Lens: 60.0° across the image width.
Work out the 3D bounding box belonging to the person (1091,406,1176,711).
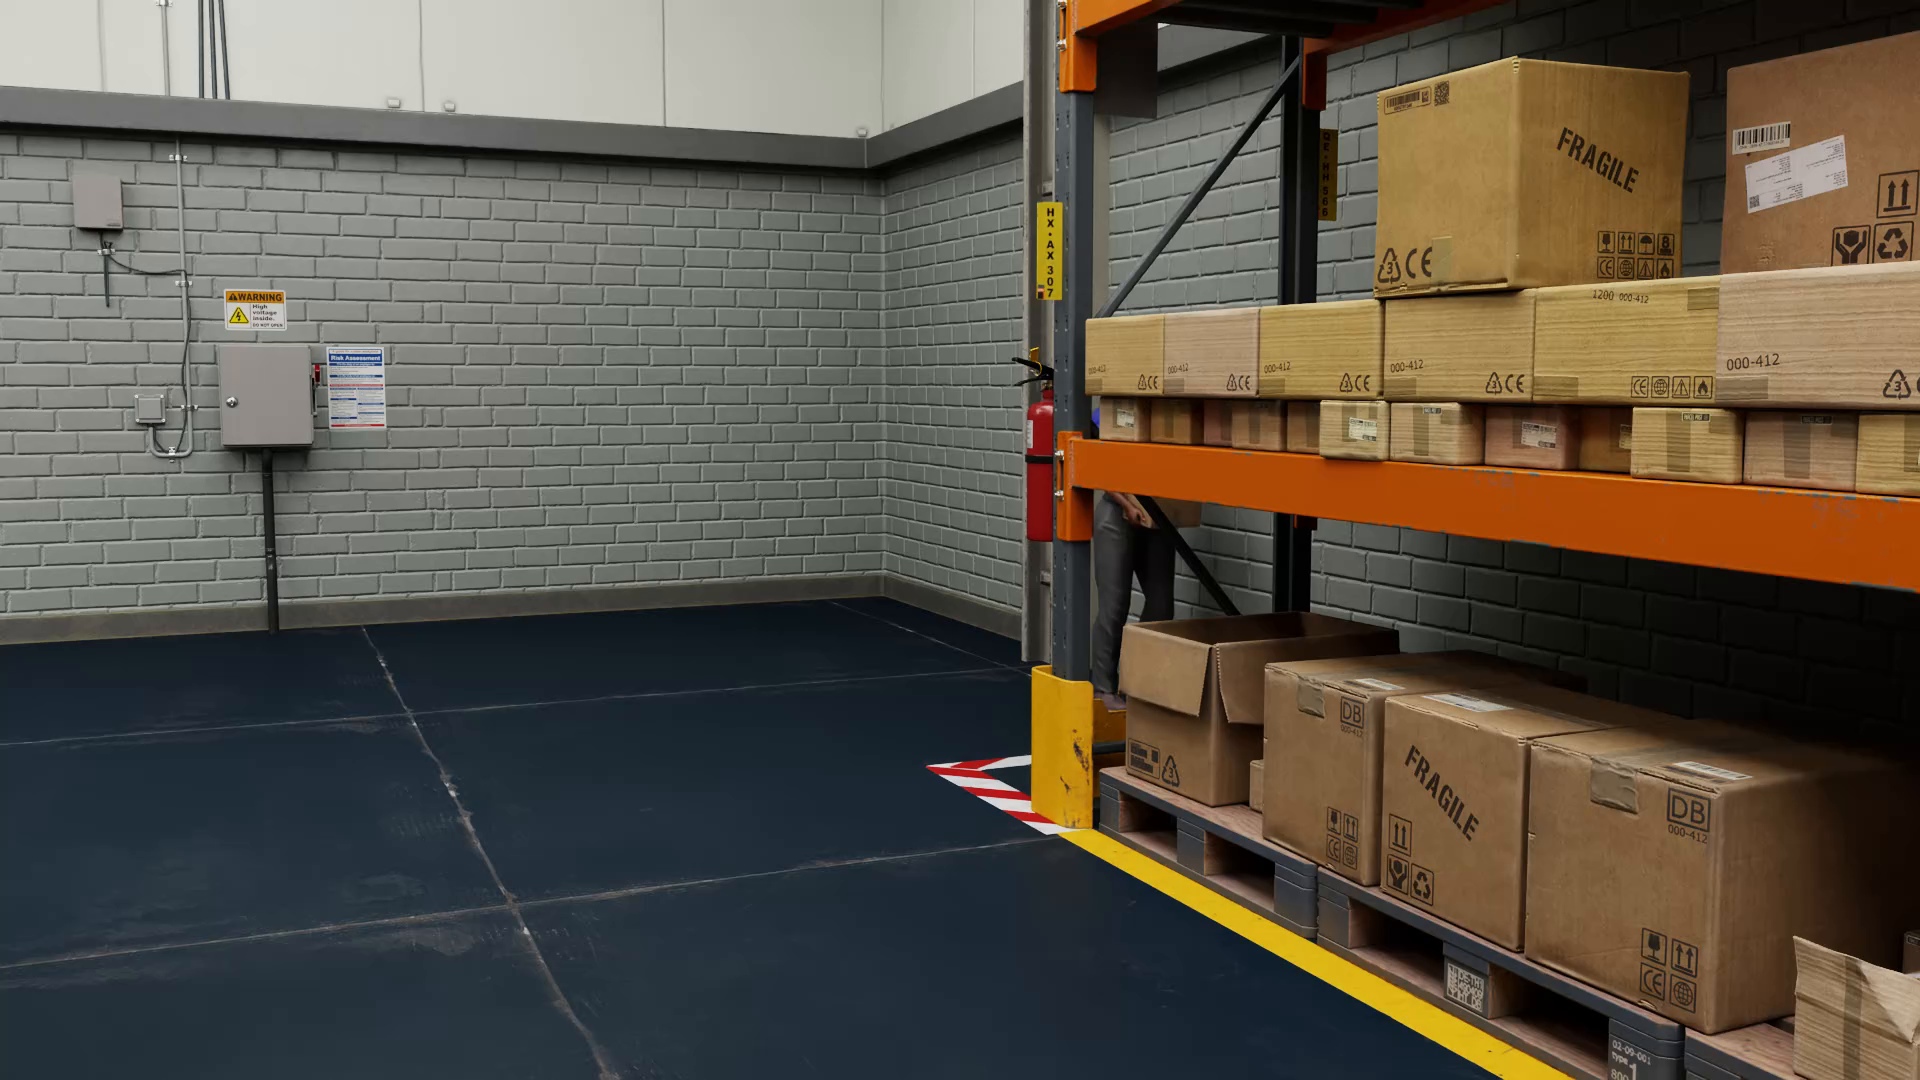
[{"bbox_3d":[0.823,-0.040,7.505,0.450,1.647,0.517,-2,6,-23],"label":"person"}]
